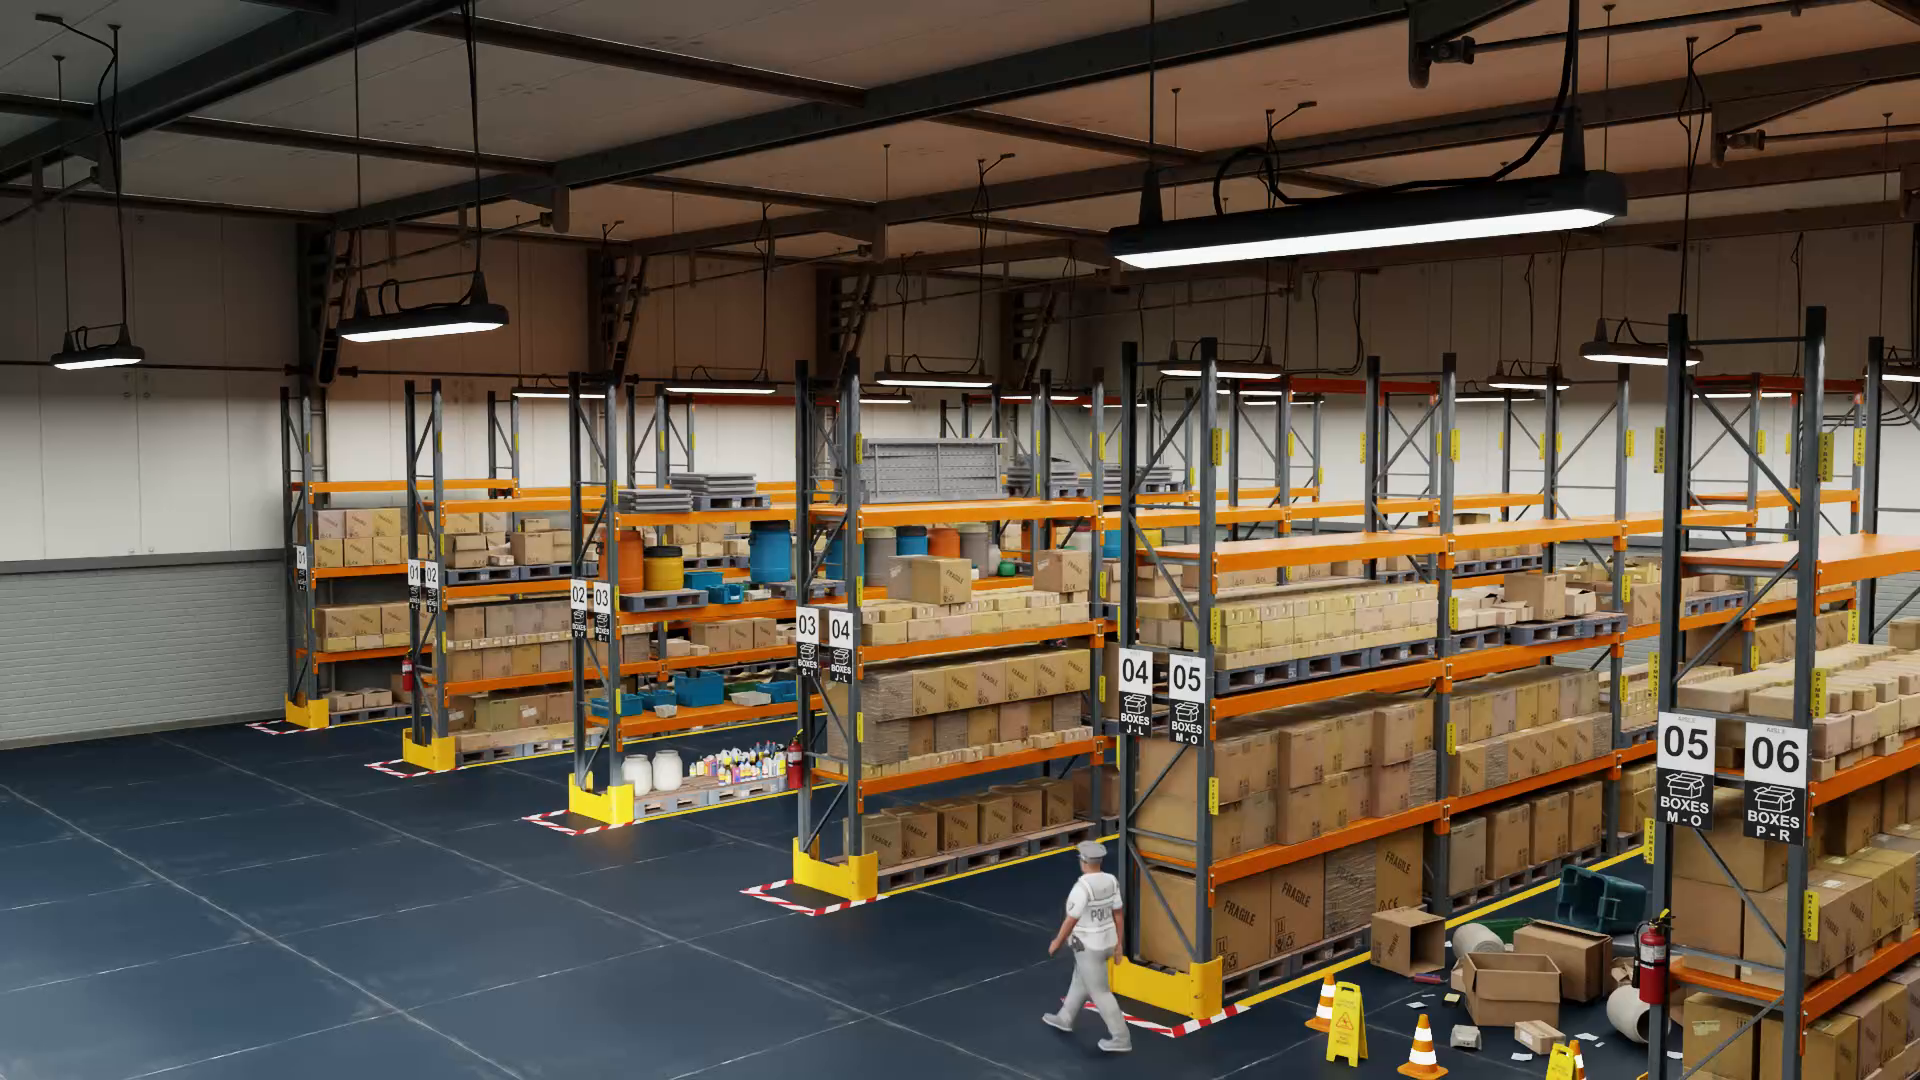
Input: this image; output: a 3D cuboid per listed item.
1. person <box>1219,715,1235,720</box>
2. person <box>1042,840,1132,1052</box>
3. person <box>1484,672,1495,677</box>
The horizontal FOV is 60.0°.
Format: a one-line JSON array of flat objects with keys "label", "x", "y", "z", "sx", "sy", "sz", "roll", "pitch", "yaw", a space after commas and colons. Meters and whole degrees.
[{"label": "person", "x": 3.395, "y": 2.952, "z": 21.393, "sx": 0.372, "sy": 1.674, "sz": 0.488, "roll": 2, "pitch": 4, "yaw": 22}, {"label": "person", "x": 1.028, "y": 3.385, "z": 14.000, "sx": 0.987, "sy": 1.722, "sz": 0.536, "roll": 2, "pitch": 4, "yaw": 32}, {"label": "person", "x": 7.763, "y": 2.803, "z": 24.477, "sx": 0.429, "sy": 1.727, "sz": 0.547, "roll": 1, "pitch": 4, "yaw": 18}]
